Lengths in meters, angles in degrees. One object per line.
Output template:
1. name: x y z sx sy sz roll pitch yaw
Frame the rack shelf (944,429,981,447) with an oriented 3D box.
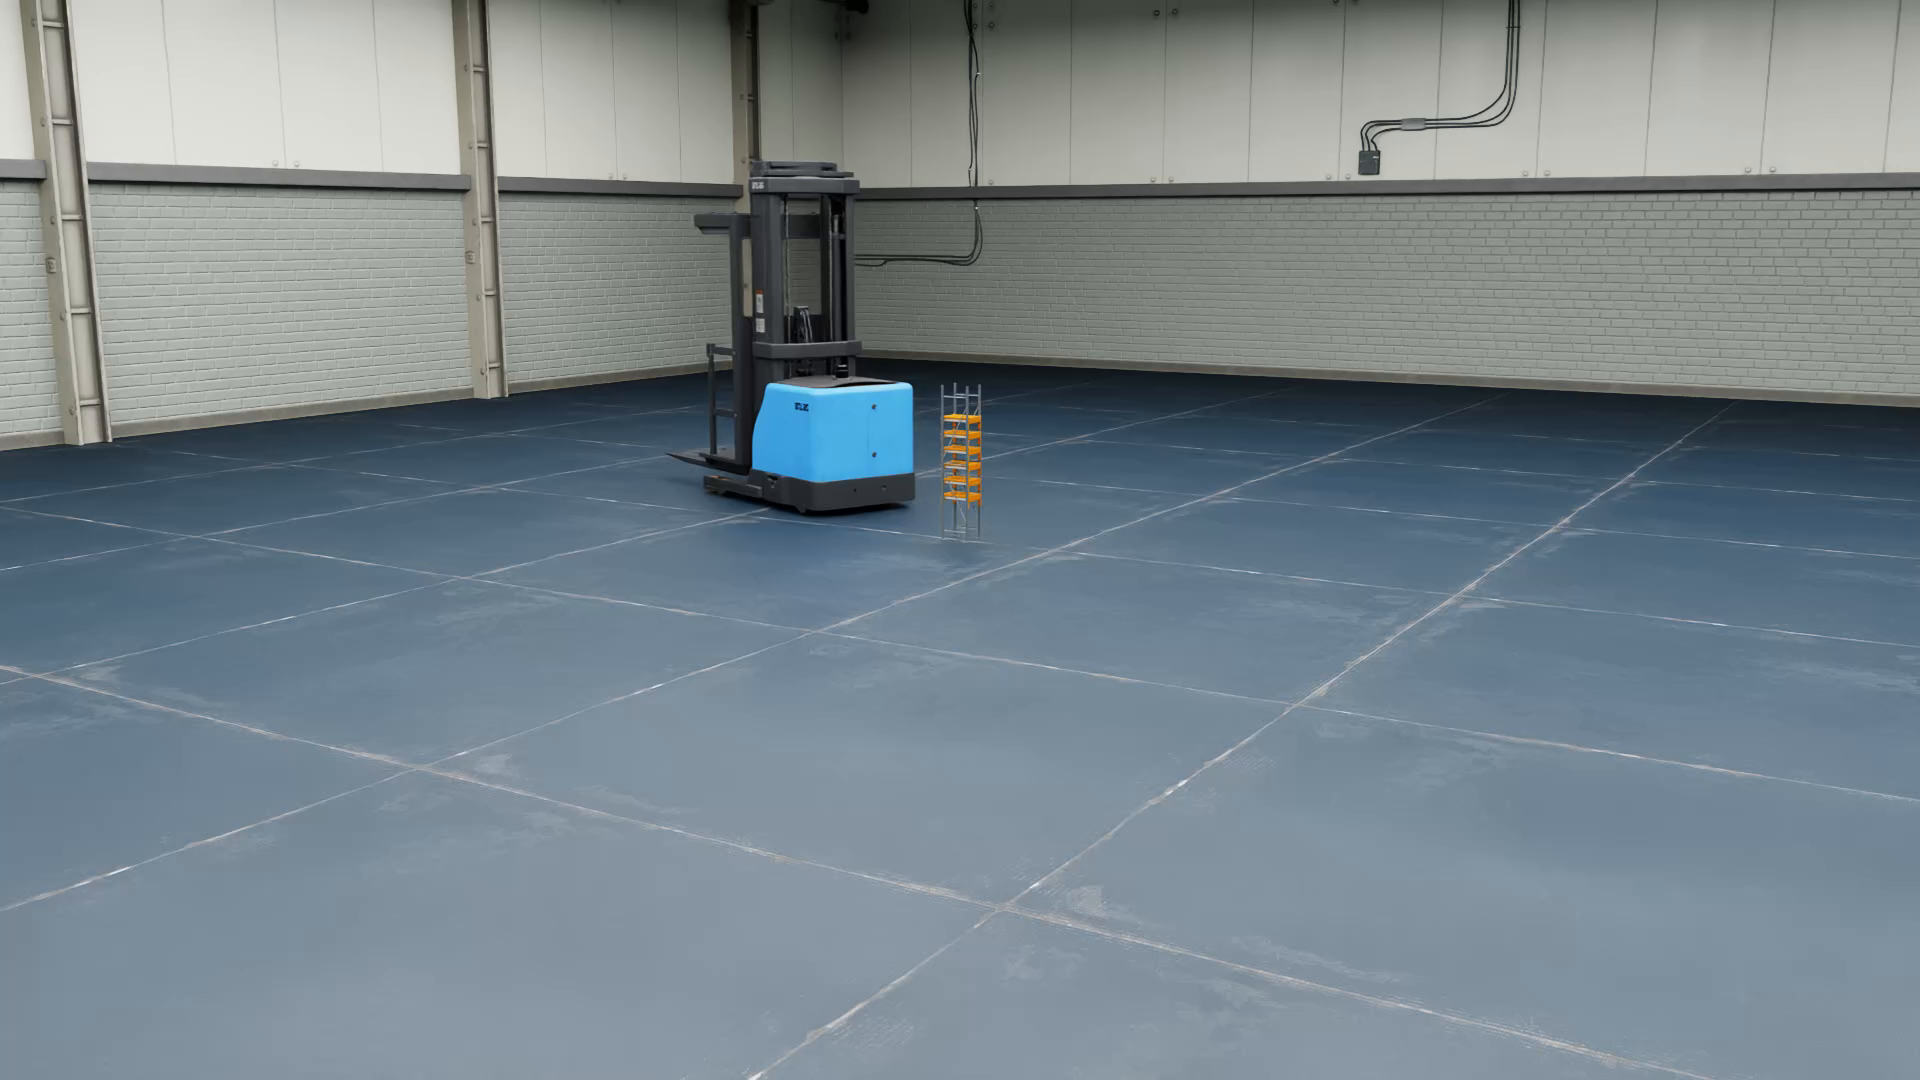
1. rack shelf: 0.008 -0.784 12.734 0.258 0.103 0.180 6 12 31

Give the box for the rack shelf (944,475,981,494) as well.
1. rack shelf: 0.008 -0.430 12.801 0.258 0.103 0.180 6 12 31

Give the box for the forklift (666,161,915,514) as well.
1. forklift: -1.678 -1.883 14.961 1.130 2.935 3.031 -8 13 -36

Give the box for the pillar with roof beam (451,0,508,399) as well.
1. pillar with roof beam: -3.035 -6.056 20.762 9.100 9.000 0.400 6 12 31

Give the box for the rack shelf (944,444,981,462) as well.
1. rack shelf: 0.008 -0.666 12.757 0.258 0.103 0.180 6 12 31

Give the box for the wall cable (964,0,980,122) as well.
1. wall cable: 1.372 -8.445 28.240 3.097 2.526 0.112 6 12 31

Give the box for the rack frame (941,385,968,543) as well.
1. rack frame: -0.040 -0.578 12.694 0.240 1.200 0.006 6 12 31

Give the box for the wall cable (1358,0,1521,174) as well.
1. wall cable: 7.165 -8.510 24.628 2.305 6.003 0.169 6 12 31

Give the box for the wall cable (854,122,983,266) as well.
1. wall cable: -0.940 -6.222 30.085 3.097 2.526 0.112 6 12 31

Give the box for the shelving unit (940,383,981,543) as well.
1. shelving unit: 0.008 -0.592 12.770 0.258 1.200 0.189 6 12 31

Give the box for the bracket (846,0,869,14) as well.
1. bracket: -1.850 -9.584 29.826 0.235 0.232 0.430 6 12 31

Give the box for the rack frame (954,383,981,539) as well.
1. rack frame: 0.055 -0.606 12.847 0.240 1.200 0.006 6 12 31

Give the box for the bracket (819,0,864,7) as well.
1. bracket: -2.157 -9.491 29.330 0.076 0.066 3.189 6 12 31

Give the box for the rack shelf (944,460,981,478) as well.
1. rack shelf: 0.008 -0.548 12.779 0.258 0.103 0.180 6 12 31

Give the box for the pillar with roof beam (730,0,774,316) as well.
1. pillar with roof beam: 0.080 -7.000 25.802 9.100 9.000 0.548 6 12 31

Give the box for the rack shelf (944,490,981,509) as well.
1. rack shelf: 0.008 -0.312 12.823 0.258 0.103 0.180 6 12 31

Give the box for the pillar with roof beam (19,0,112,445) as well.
1. pillar with roof beam: -6.150 -5.112 15.721 9.100 9.000 0.400 6 12 31

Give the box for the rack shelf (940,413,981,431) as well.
1. rack shelf: 0.008 -0.902 12.712 0.258 0.103 0.180 6 12 31
